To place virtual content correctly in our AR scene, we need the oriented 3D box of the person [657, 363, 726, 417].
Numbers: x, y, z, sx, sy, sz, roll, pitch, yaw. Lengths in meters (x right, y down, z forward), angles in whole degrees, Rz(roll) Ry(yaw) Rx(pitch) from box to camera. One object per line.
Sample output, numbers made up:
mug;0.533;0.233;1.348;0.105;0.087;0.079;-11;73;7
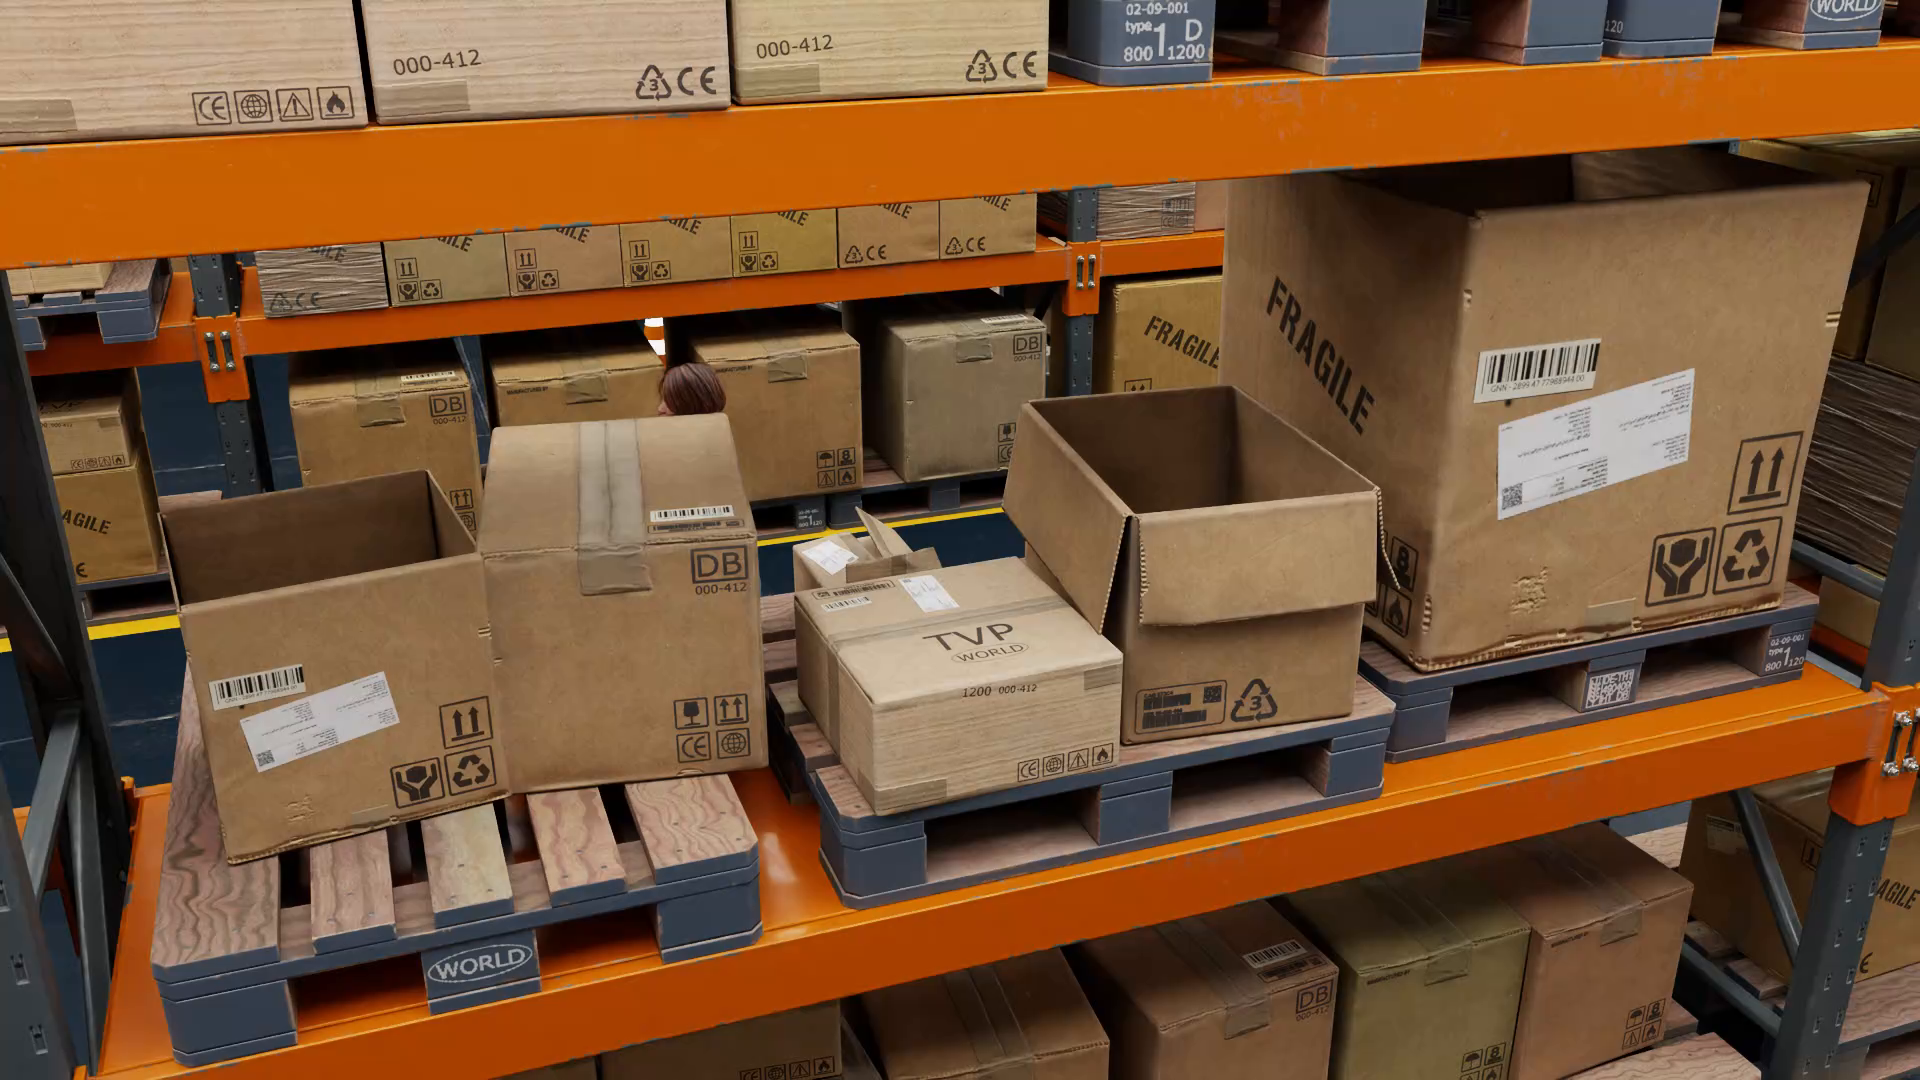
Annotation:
person;-0.973;0.137;5.696;0.496;1.528;0.358;-9;24;-19
